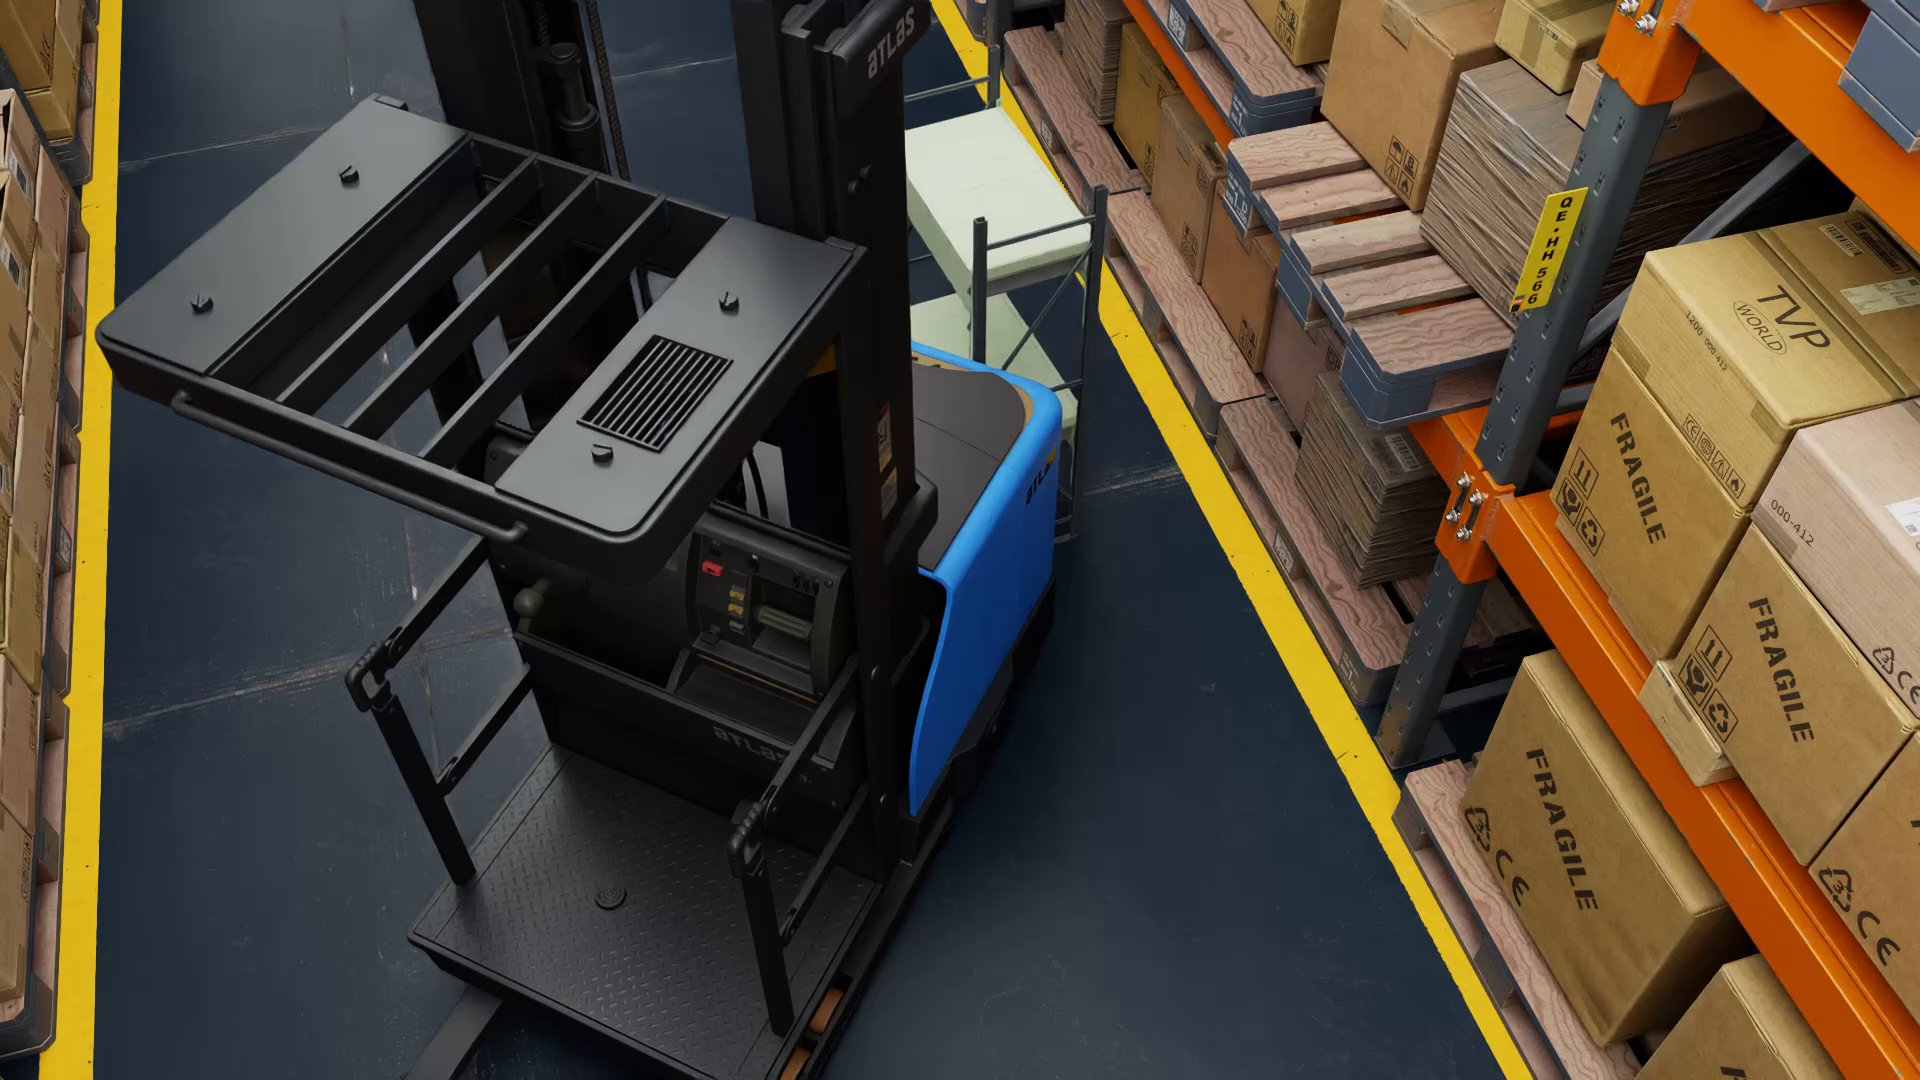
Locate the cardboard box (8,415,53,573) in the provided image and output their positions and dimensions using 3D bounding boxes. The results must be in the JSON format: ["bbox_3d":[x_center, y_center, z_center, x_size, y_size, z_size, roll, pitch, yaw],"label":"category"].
[{"bbox_3d":[-3.272,-0.103,5.398,0.500,0.250,0.500,-12,51,-10],"label":"cardboard box"}]

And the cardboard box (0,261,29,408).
[{"bbox_3d":[-3.421,-0.661,5.503,0.500,0.311,0.500,-13,51,-11],"label":"cardboard box"}]

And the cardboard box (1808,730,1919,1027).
[{"bbox_3d":[1.985,0.618,2.994,0.500,0.500,0.500,-14,51,-11],"label":"cardboard box"}]

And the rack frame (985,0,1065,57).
[{"bbox_3d":[0.611,-3.329,6.594,1.000,3.000,0.127,-13,51,-11],"label":"rack frame"}]

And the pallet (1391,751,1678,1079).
[{"bbox_3d":[1.955,1.084,4.698,1.003,0.211,1.213,-13,51,-11],"label":"pallet"}]

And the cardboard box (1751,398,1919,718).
[{"bbox_3d":[1.841,-0.001,3.026,0.500,0.250,0.500,-14,51,-11],"label":"cardboard box"}]

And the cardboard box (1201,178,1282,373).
[{"bbox_3d":[1.316,-1.017,5.992,0.700,0.500,0.500,-14,51,-11],"label":"cardboard box"}]

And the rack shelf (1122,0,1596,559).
[{"bbox_3d":[1.202,-1.636,5.638,1.077,0.370,4.000,-13,51,-11],"label":"rack shelf"}]

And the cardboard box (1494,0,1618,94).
[{"bbox_3d":[1.554,-1.267,4.079,0.380,0.149,0.250,-21,53,-17],"label":"cardboard box"}]

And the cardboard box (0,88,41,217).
[{"bbox_3d":[-3.727,-1.405,6.130,0.500,0.311,0.500,-13,51,-11],"label":"cardboard box"}]

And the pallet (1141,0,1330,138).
[{"bbox_3d":[1.169,-1.782,5.416,1.003,0.211,1.213,-13,51,-11],"label":"pallet"}]

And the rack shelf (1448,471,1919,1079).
[{"bbox_3d":[2.385,1.285,3.175,1.077,0.370,4.000,-13,51,-11],"label":"rack shelf"}]

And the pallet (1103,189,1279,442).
[{"bbox_3d":[1.207,-0.969,6.429,1.003,0.211,1.213,-13,51,-11],"label":"pallet"}]

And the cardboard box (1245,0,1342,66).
[{"bbox_3d":[1.255,-1.827,4.976,0.700,0.500,0.500,-13,51,-11],"label":"cardboard box"}]

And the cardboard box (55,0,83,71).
[{"bbox_3d":[-4.111,-2.229,7.191,0.500,0.250,0.500,-13,51,-11],"label":"cardboard box"}]

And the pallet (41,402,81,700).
[{"bbox_3d":[-3.501,0.115,5.515,1.003,0.211,1.213,-13,51,-11],"label":"pallet"}]

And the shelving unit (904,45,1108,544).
[{"bbox_3d":[0.080,-0.700,5.359,0.431,1.500,0.755,-18,52,-15],"label":"shelving unit"}]

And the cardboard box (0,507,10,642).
[{"bbox_3d":[-3.124,0.082,4.876,0.500,0.311,0.500,-15,51,-12],"label":"cardboard box"}]

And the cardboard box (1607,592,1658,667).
[{"bbox_3d":[1.736,0.146,3.816,0.380,0.149,0.250,-13,51,-10],"label":"cardboard box"}]

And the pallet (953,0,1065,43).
[{"bbox_3d":[0.378,-2.913,8.067,1.003,0.211,1.213,-13,51,-11],"label":"pallet"}]

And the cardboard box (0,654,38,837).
[{"bbox_3d":[-2.961,0.650,4.764,0.500,0.250,0.500,-15,51,-12],"label":"cardboard box"}]

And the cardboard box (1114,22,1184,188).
[{"bbox_3d":[1.045,-1.765,6.623,0.700,0.500,0.500,-14,51,-12],"label":"cardboard box"}]

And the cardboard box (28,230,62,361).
[{"bbox_3d":[-3.573,-0.848,6.027,0.500,0.250,0.500,-14,51,-12],"label":"cardboard box"}]

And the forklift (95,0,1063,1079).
[{"bbox_3d":[-0.783,0.181,3.681,1.130,2.935,3.031,20,53,16],"label":"forklift"}]

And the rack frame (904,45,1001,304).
[{"bbox_3d":[-0.064,-0.957,5.576,0.400,1.500,0.023,-18,52,-15],"label":"rack frame"}]

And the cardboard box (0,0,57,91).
[{"bbox_3d":[-3.958,-2.106,6.597,0.500,0.500,0.500,-13,51,-11],"label":"cardboard box"}]

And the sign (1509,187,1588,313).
[{"bbox_3d":[1.278,-0.626,3.610,0.100,0.325,0.005,-13,51,-11],"label":"sign"}]

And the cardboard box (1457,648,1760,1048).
[{"bbox_3d":[1.886,0.717,4.315,0.750,0.750,0.750,-14,51,-11],"label":"cardboard box"}]

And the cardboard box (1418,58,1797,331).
[{"bbox_3d":[1.645,-0.922,4.213,0.700,0.500,0.500,-19,52,-15],"label":"cardboard box"}]

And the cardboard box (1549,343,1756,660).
[{"bbox_3d":[1.693,-0.129,3.624,0.500,0.500,0.500,-12,51,-10],"label":"cardboard box"}]

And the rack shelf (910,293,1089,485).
[{"bbox_3d":[0.080,-0.489,5.608,0.431,0.370,0.720,-18,52,-15],"label":"rack shelf"}]

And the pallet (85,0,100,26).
[{"bbox_3d":[-4.680,-2.790,7.964,1.003,0.211,1.213,-13,51,-11],"label":"pallet"}]

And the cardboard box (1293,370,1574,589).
[{"bbox_3d":[1.531,-0.258,5.352,0.700,0.500,0.500,-13,51,-10],"label":"cardboard box"}]
